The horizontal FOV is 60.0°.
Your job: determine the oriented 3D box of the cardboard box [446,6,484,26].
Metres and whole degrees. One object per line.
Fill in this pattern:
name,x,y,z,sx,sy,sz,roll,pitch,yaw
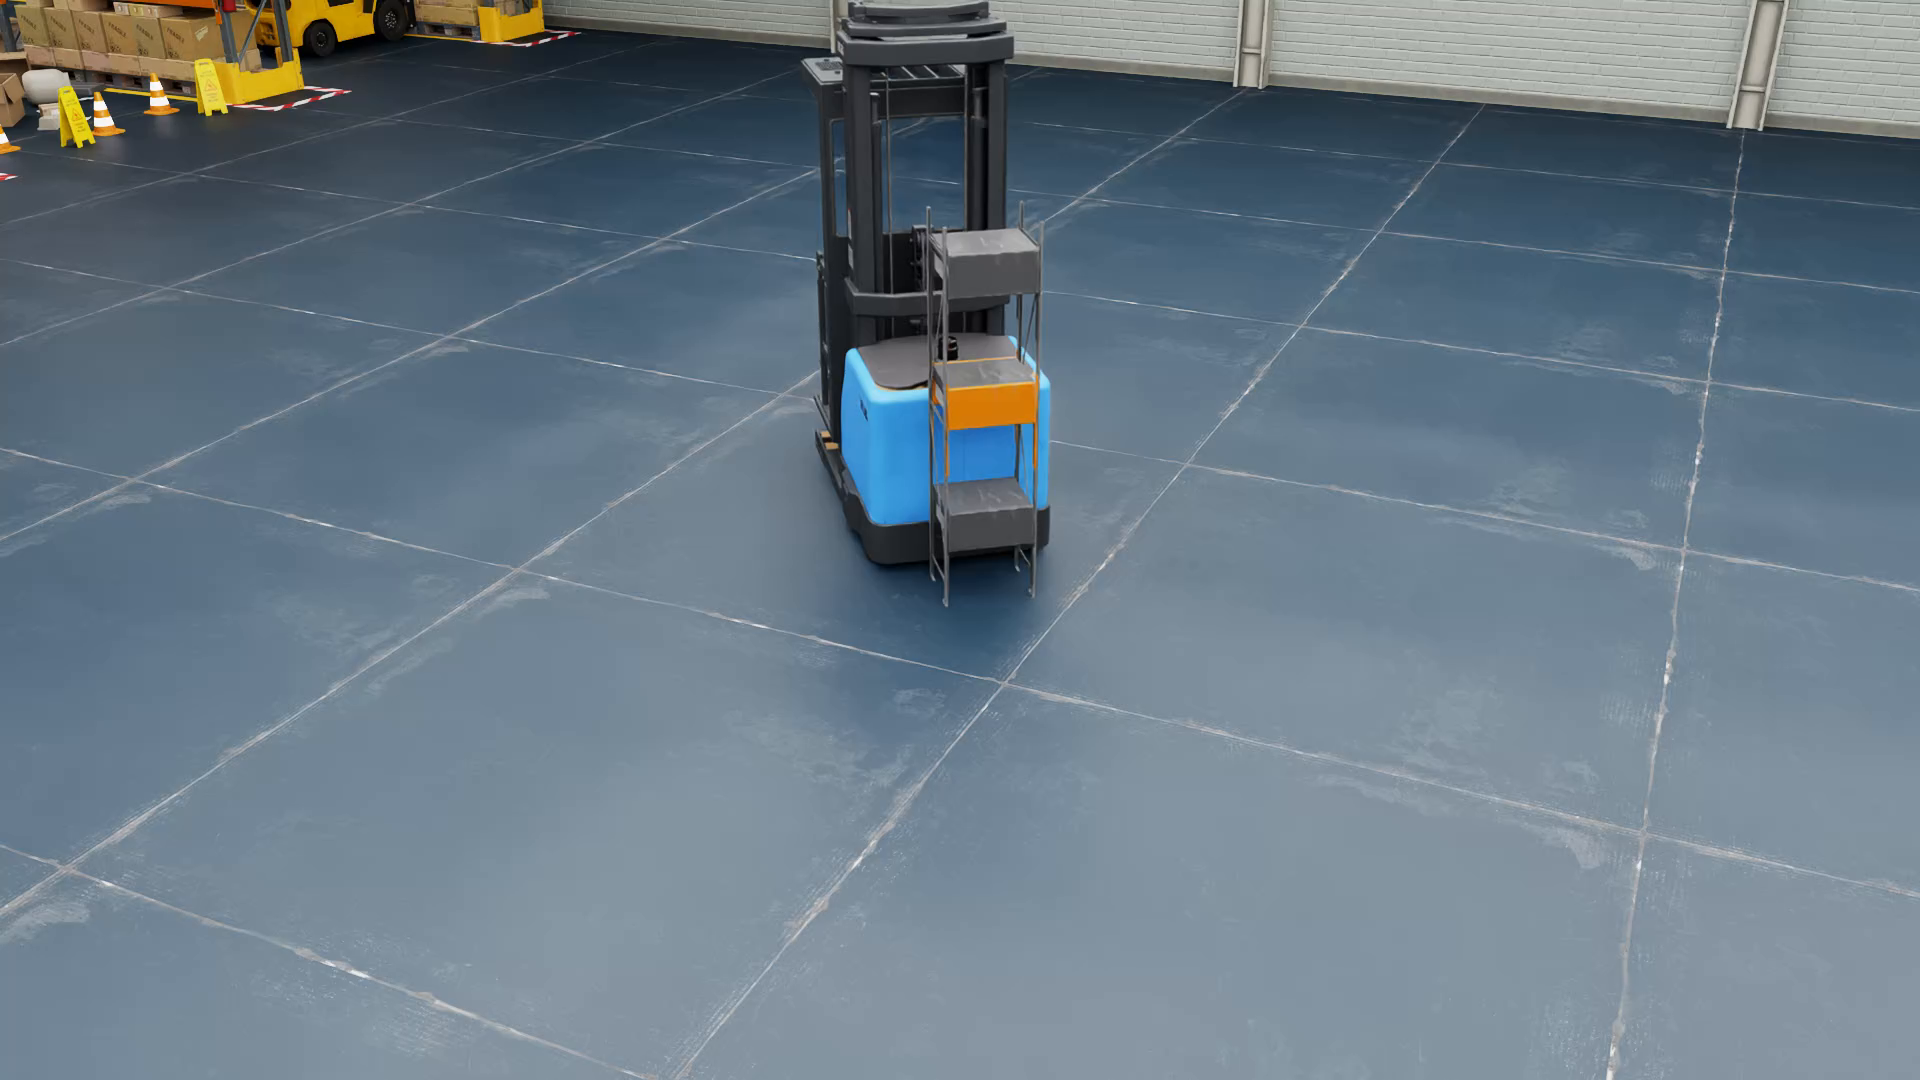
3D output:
cardboard box,-7.390,-7.955,25.148,0.500,0.250,0.500,12,28,22

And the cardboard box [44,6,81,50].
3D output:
cardboard box,-11.607,-6.757,21.868,0.500,0.500,0.500,13,29,24

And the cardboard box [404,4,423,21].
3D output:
cardboard box,-8.291,-8.144,25.534,0.500,0.250,0.500,12,29,22

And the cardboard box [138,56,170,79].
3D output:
cardboard box,-10.199,-6.137,21.456,0.500,0.250,0.500,11,28,22

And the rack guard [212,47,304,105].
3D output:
rack guard,-8.952,-5.937,21.243,0.348,0.500,1.175,11,28,22

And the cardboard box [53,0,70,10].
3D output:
cardboard box,-11.541,-7.001,21.629,0.250,0.149,0.380,13,29,24

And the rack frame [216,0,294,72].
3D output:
rack frame,-8.883,-7.044,20.662,0.127,3.000,1.000,11,28,22

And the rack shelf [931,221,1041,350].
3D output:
rack shelf,0.121,-1.299,8.458,0.480,0.518,0.431,-6,27,-12

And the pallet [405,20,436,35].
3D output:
pallet,-8.652,-8.137,26.037,1.213,0.211,1.003,11,28,22

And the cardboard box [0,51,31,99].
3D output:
cardboard box,-12.112,-5.912,21.190,0.500,0.500,0.500,-12,29,-23

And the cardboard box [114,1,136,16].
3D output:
cardboard box,-10.549,-6.805,21.229,0.250,0.149,0.380,13,29,24

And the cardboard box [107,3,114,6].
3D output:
cardboard box,-10.946,-6.882,22.120,0.500,0.500,0.500,13,29,24

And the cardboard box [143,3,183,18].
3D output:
cardboard box,-10.082,-6.708,21.034,0.250,0.149,0.380,12,29,23

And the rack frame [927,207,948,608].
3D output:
rack frame,-0.117,-0.659,8.711,0.015,2.100,0.400,-6,27,-12

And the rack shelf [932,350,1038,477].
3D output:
rack shelf,0.121,-0.671,8.767,0.480,0.518,0.431,-6,27,-12

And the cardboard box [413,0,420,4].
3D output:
cardboard box,-8.335,-8.365,25.417,0.500,0.250,0.500,11,28,21

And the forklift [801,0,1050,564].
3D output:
forklift,-0.324,-1.809,10.106,1.130,2.935,3.031,-6,27,-12

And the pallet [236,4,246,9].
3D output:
pallet,-11.160,-8.640,27.060,1.213,0.211,1.003,11,28,22

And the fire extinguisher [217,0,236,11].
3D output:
fire extinguisher,-8.970,-6.804,20.260,0.183,0.674,0.296,11,28,22

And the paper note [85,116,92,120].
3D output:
paper note,-10.568,-5.085,20.043,0.142,0.019,0.148,2,26,4

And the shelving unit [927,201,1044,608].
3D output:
shelving unit,0.121,-0.683,8.761,0.503,2.100,0.431,-6,27,-12

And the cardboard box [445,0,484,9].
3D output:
cardboard box,-7.404,-8.183,25.047,0.500,0.250,0.500,11,28,21

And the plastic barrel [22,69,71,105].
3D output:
plastic barrel,-11.390,-5.658,20.762,0.512,0.421,0.421,-12,29,-23

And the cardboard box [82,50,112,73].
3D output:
cardboard box,-11.124,-6.325,21.839,0.500,0.250,0.500,11,28,21

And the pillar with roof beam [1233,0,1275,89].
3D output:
pillar with roof beam,2.049,-8.297,16.415,0.400,9.000,9.100,11,28,22

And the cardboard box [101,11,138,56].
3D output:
cardboard box,-10.653,-6.566,21.480,0.500,0.500,0.500,11,28,21

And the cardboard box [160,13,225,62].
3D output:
cardboard box,-9.720,-6.377,21.096,0.500,0.500,0.500,12,28,22

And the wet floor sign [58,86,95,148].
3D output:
wet floor sign,-9.994,-4.770,18.708,0.232,0.644,0.267,6,27,13

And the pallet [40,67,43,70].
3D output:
pallet,-13.234,-6.667,23.052,1.213,0.211,1.003,11,28,22

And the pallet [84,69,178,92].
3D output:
pallet,-10.784,-6.194,22.091,1.213,0.211,1.003,11,28,22

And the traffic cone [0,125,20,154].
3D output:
traffic cone,-10.736,-4.566,18.499,0.334,0.463,0.336,11,28,22

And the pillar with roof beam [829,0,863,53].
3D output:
pillar with roof beam,-3.413,-9.394,18.643,0.400,9.000,9.100,11,28,22

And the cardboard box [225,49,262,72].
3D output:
cardboard box,-9.503,-6.258,21.702,0.500,0.250,0.500,11,28,21

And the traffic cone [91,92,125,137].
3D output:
traffic cone,-9.958,-4.958,19.296,0.334,0.463,0.336,11,28,22

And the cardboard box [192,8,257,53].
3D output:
cardboard box,-9.525,-6.598,21.545,0.500,0.500,0.500,10,28,20

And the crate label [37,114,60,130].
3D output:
crate label,-10.700,-4.930,19.609,0.298,0.136,0.250,-2,26,-5

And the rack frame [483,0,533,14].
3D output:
rack frame,-6.832,-9.041,24.717,0.127,3.000,1.000,11,28,22

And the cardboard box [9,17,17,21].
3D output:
cardboard box,-13.659,-7.010,23.092,0.625,0.372,0.950,13,29,25

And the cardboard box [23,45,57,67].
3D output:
cardboard box,-12.099,-6.514,22.223,0.500,0.250,0.500,10,28,19
